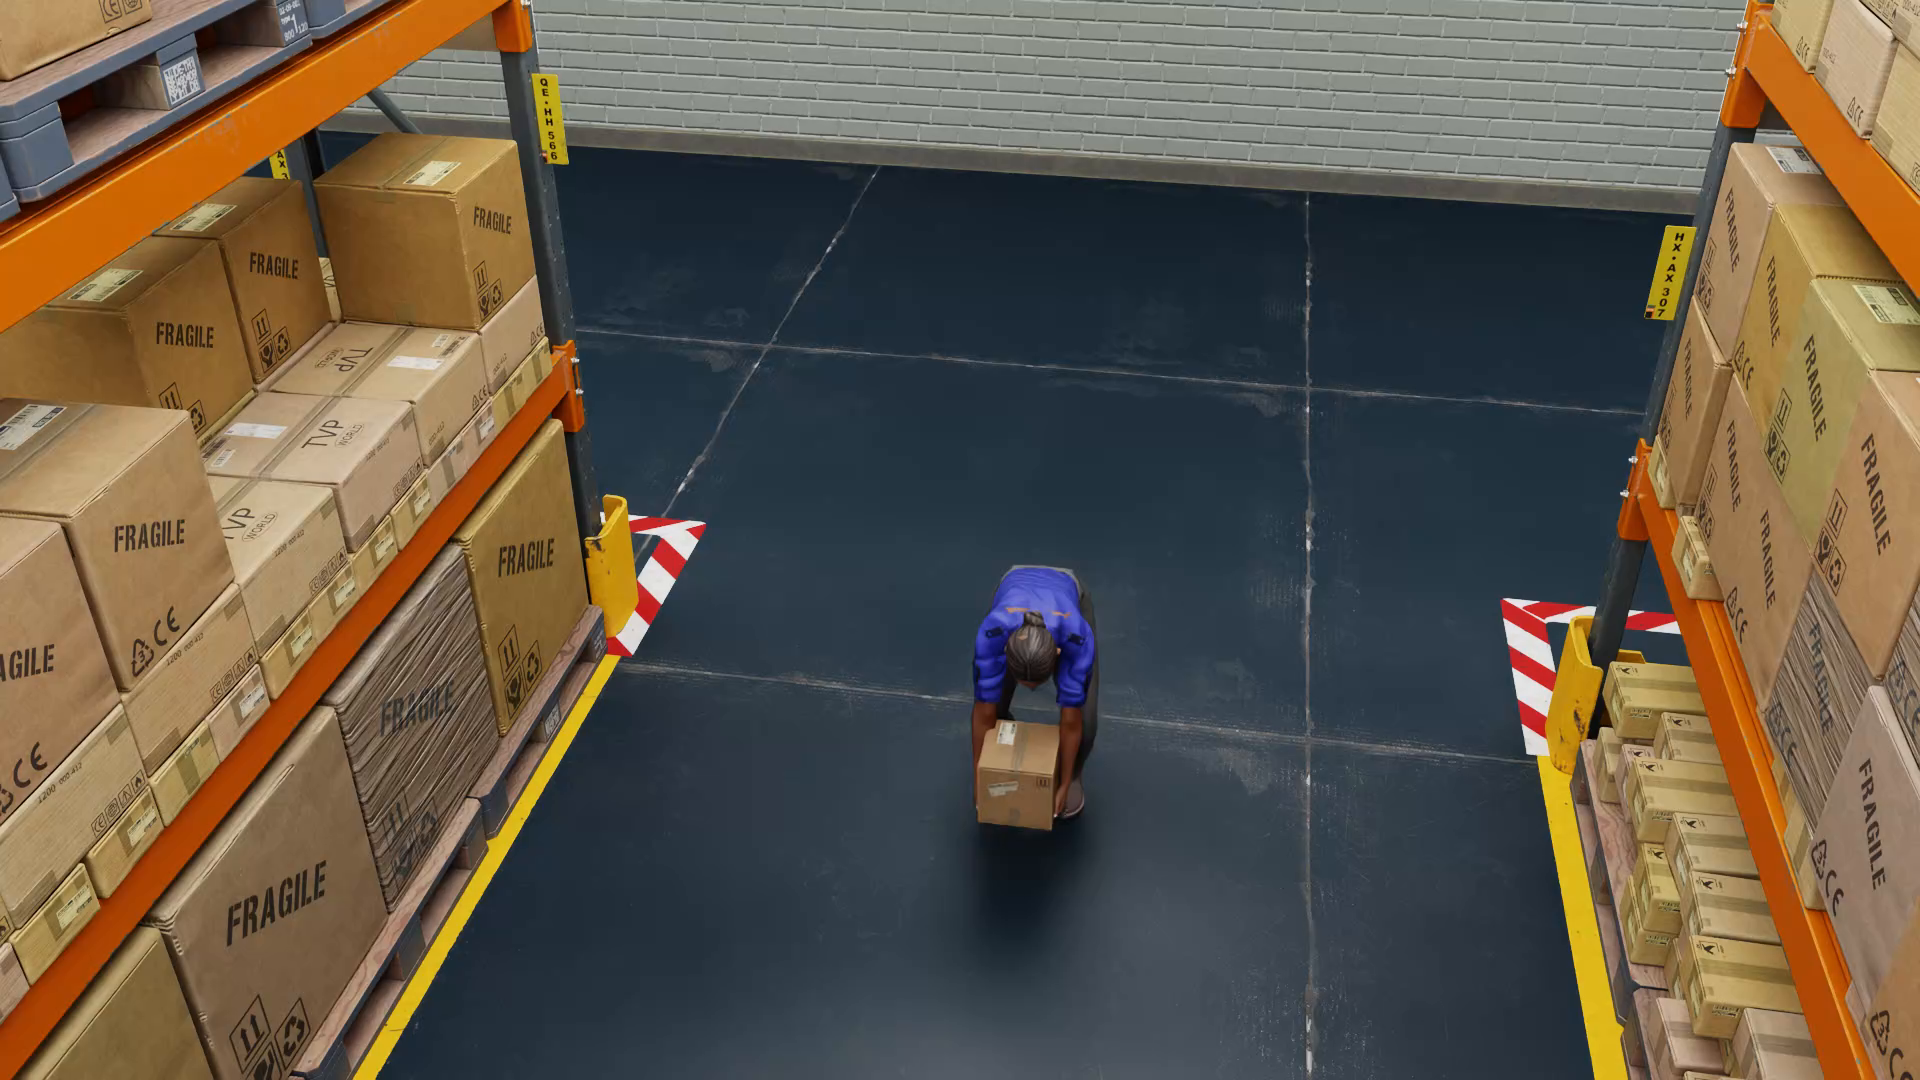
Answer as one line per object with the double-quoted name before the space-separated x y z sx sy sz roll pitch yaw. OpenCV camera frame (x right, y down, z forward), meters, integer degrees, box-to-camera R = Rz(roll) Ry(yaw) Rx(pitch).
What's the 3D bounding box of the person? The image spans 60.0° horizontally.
"person" 0.255 0.569 5.771 0.450 1.105 0.851 4 33 6
